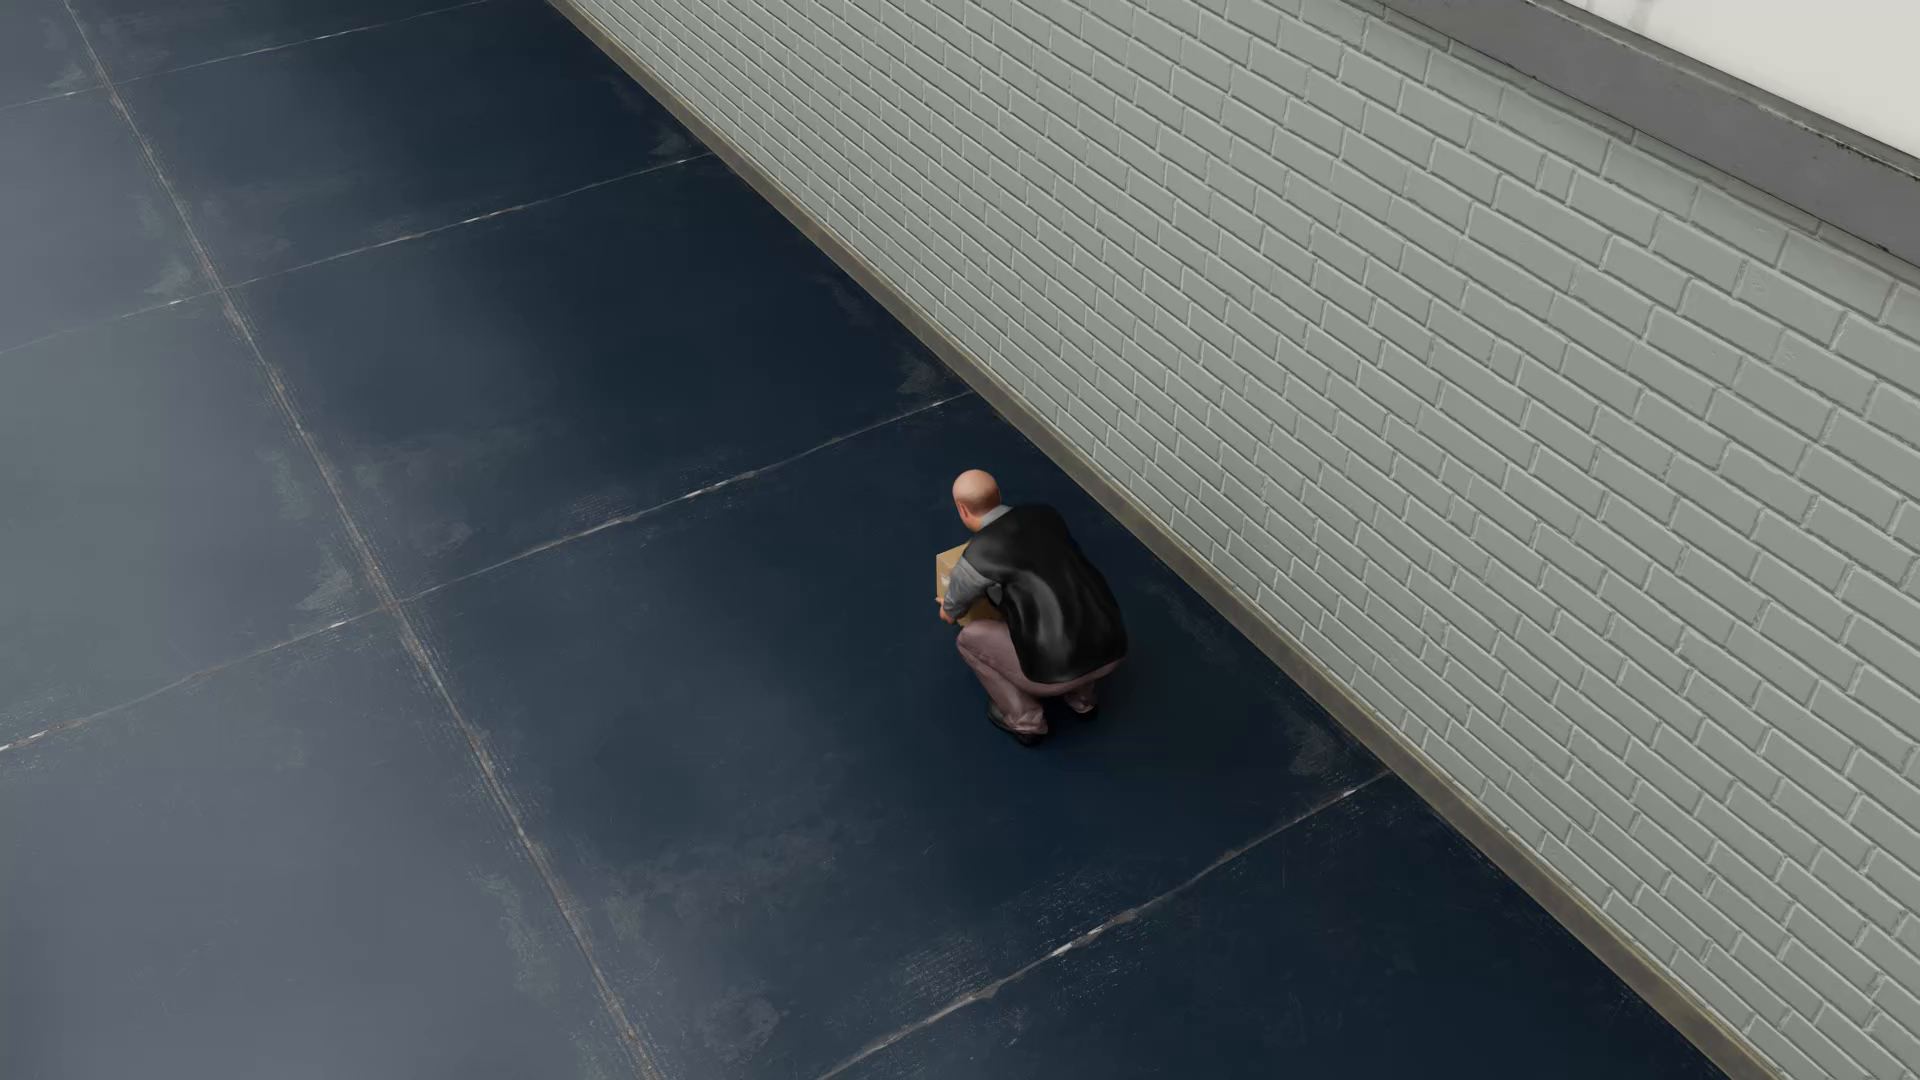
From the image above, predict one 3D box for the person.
[{"bbox_3d":[0.252,0.255,6.470,0.518,0.967,0.888,-23,46,-25],"label":"person"}]
